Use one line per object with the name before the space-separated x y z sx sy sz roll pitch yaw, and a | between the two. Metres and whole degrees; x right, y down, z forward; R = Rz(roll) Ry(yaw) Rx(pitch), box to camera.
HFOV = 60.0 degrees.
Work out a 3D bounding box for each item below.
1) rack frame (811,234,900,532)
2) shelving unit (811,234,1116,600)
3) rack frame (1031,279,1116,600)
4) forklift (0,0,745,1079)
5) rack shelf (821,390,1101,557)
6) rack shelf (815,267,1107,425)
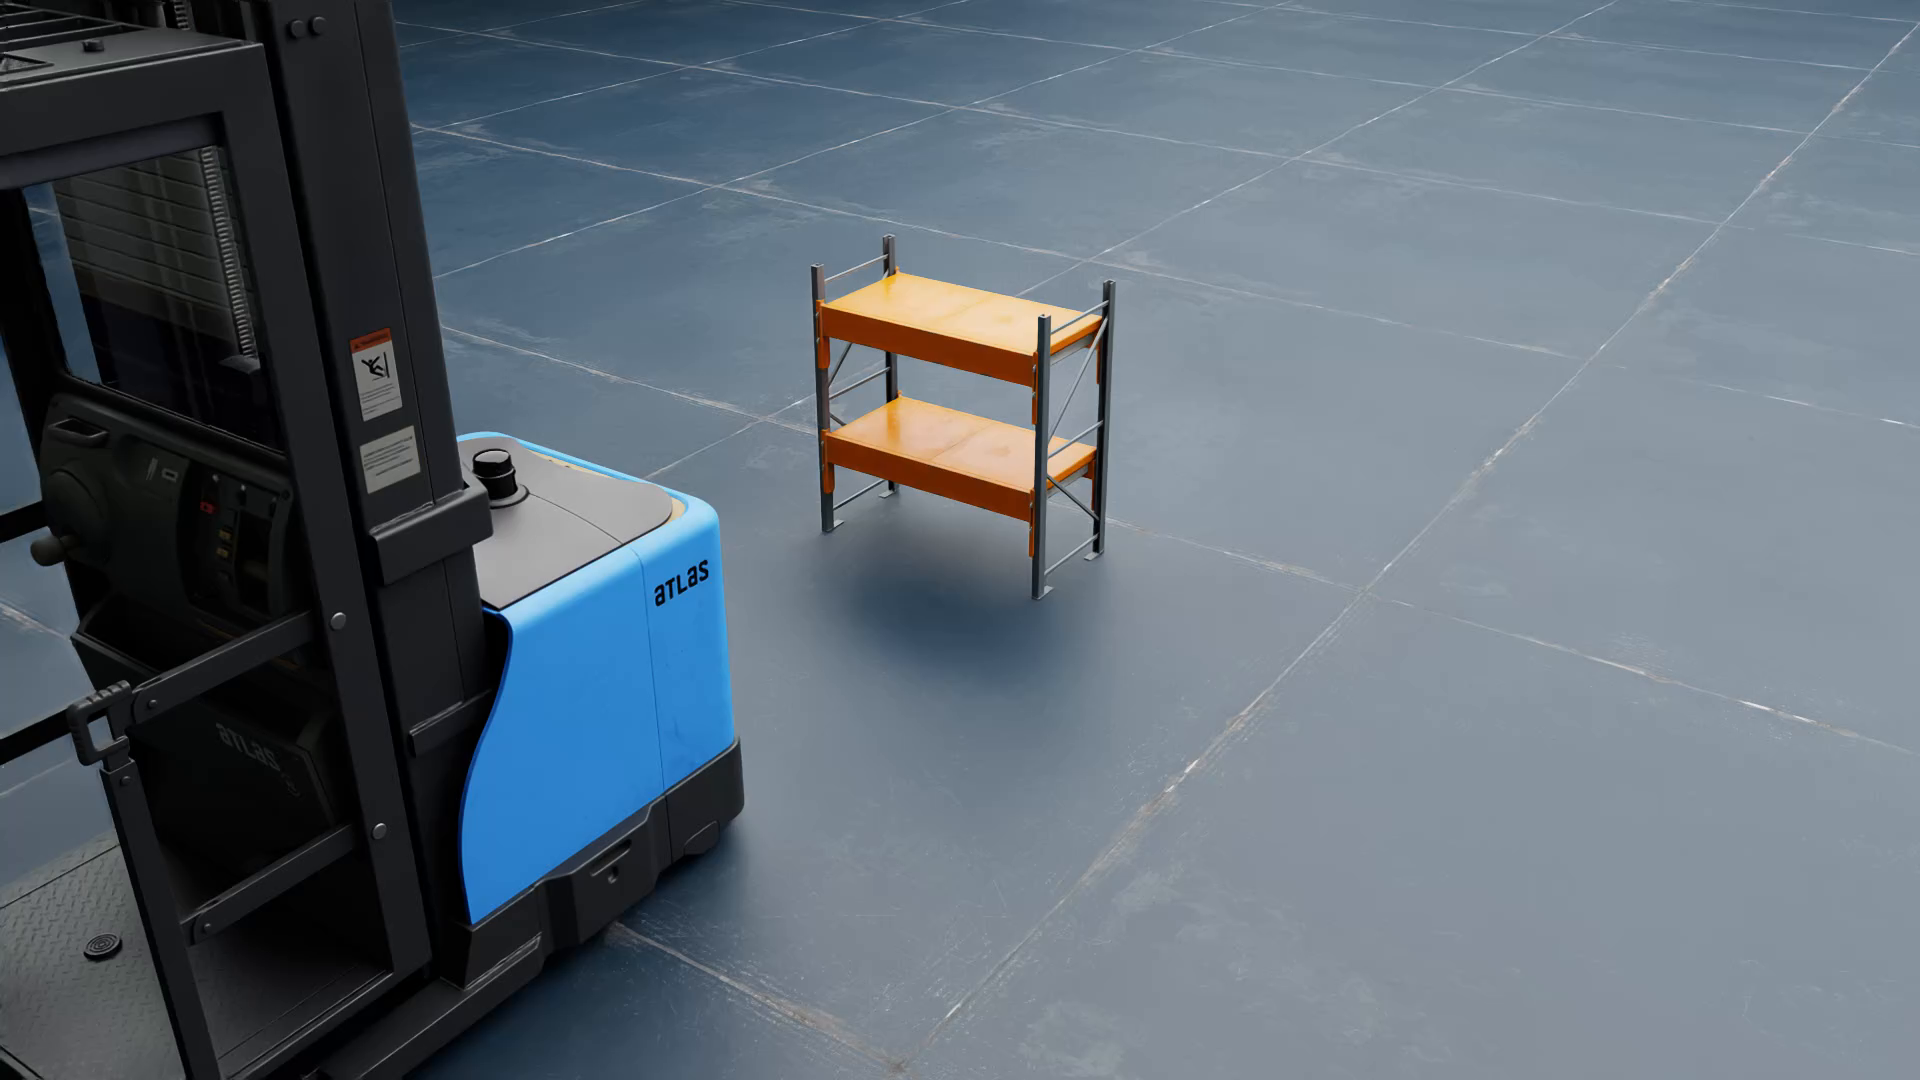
rack frame | -0.413 -0.630 6.748 0.032 1.125 0.500 17 32 30
shelving unit | 0.006 -0.500 6.491 1.048 1.125 0.538 17 32 30
rack frame | 0.425 -0.369 6.235 0.032 1.125 0.500 17 32 30
forklift | -1.901 -0.025 3.567 1.130 2.935 3.031 17 32 30
rack shelf | 0.006 -0.282 6.602 1.000 0.278 0.538 17 32 30
rack shelf | 0.006 -0.760 6.359 1.000 0.278 0.538 17 32 30
